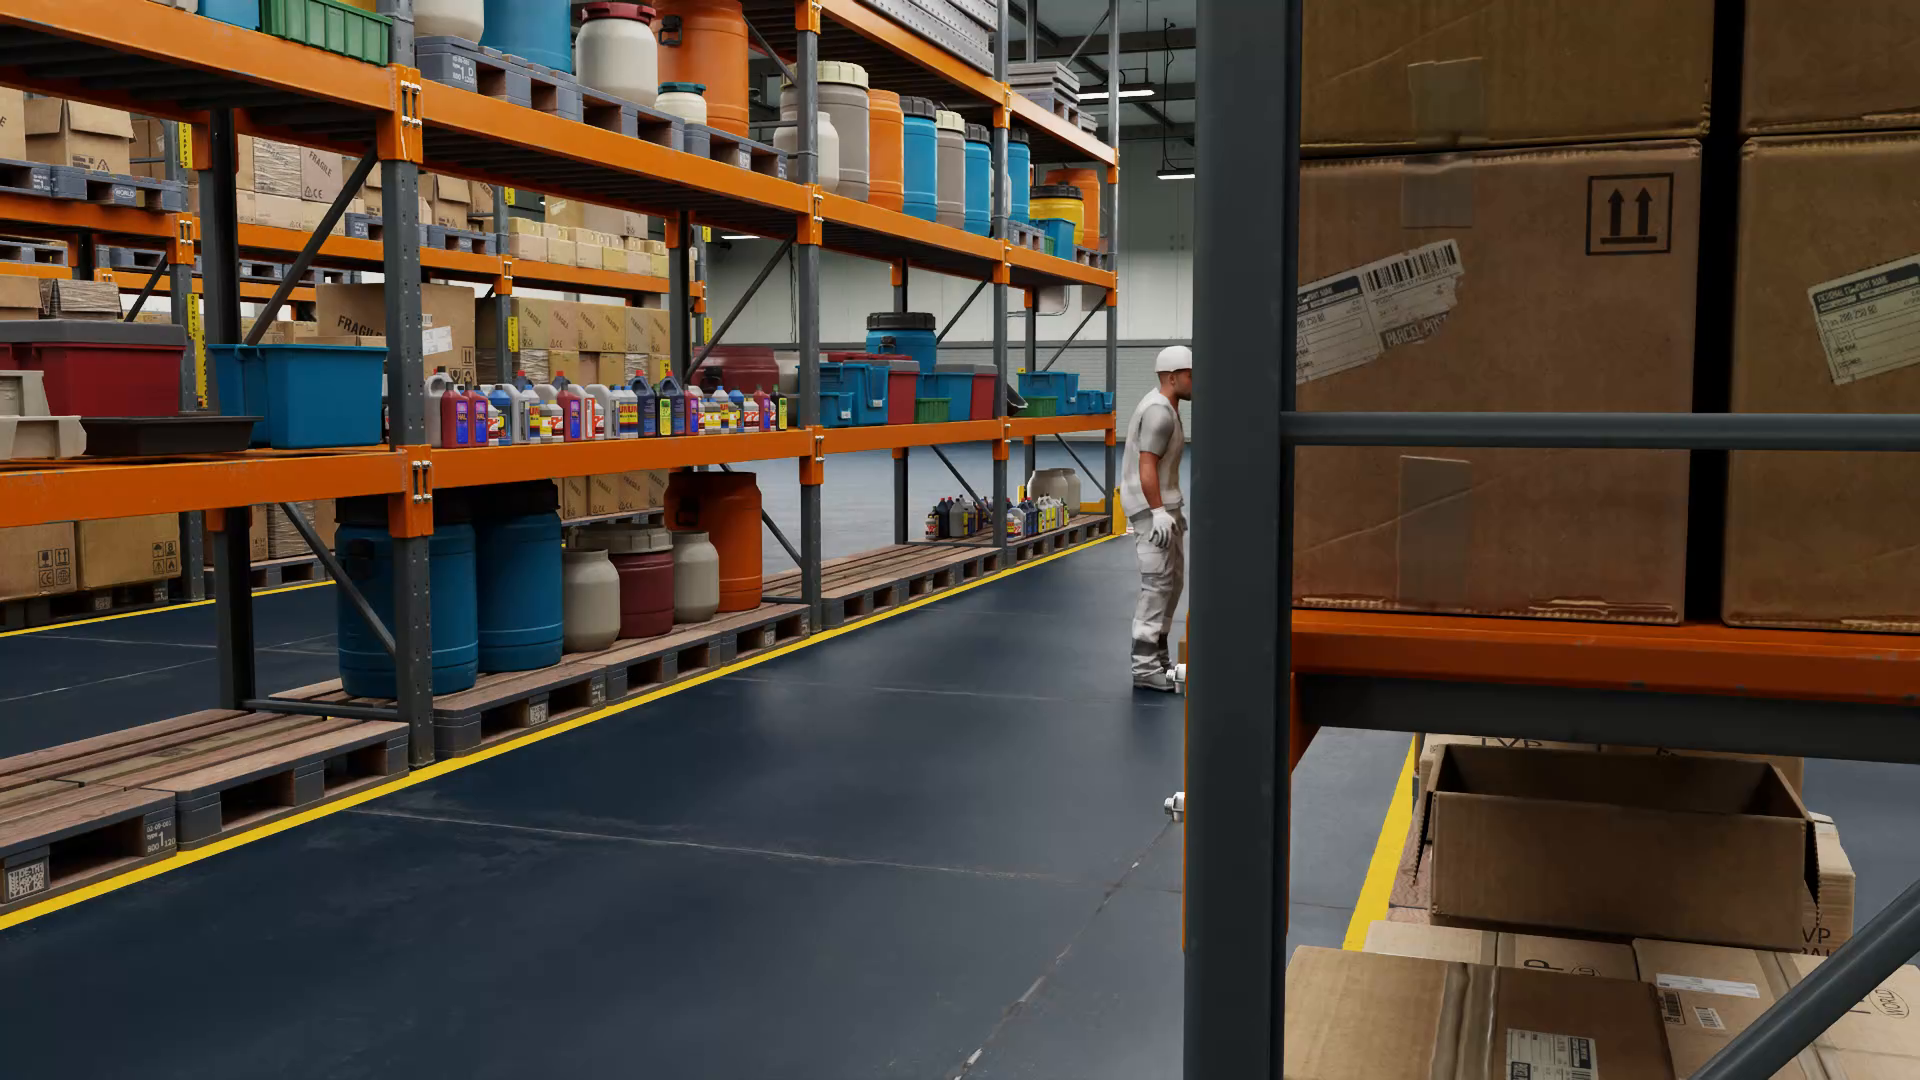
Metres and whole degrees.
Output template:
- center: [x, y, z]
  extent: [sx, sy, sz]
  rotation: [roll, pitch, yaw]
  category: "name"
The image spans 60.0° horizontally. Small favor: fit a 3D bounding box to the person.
- center: [1.074, -0.127, 8.758]
  extent: [0.445, 1.781, 0.622]
  rotation: [1, 5, 16]
  category: "person"
